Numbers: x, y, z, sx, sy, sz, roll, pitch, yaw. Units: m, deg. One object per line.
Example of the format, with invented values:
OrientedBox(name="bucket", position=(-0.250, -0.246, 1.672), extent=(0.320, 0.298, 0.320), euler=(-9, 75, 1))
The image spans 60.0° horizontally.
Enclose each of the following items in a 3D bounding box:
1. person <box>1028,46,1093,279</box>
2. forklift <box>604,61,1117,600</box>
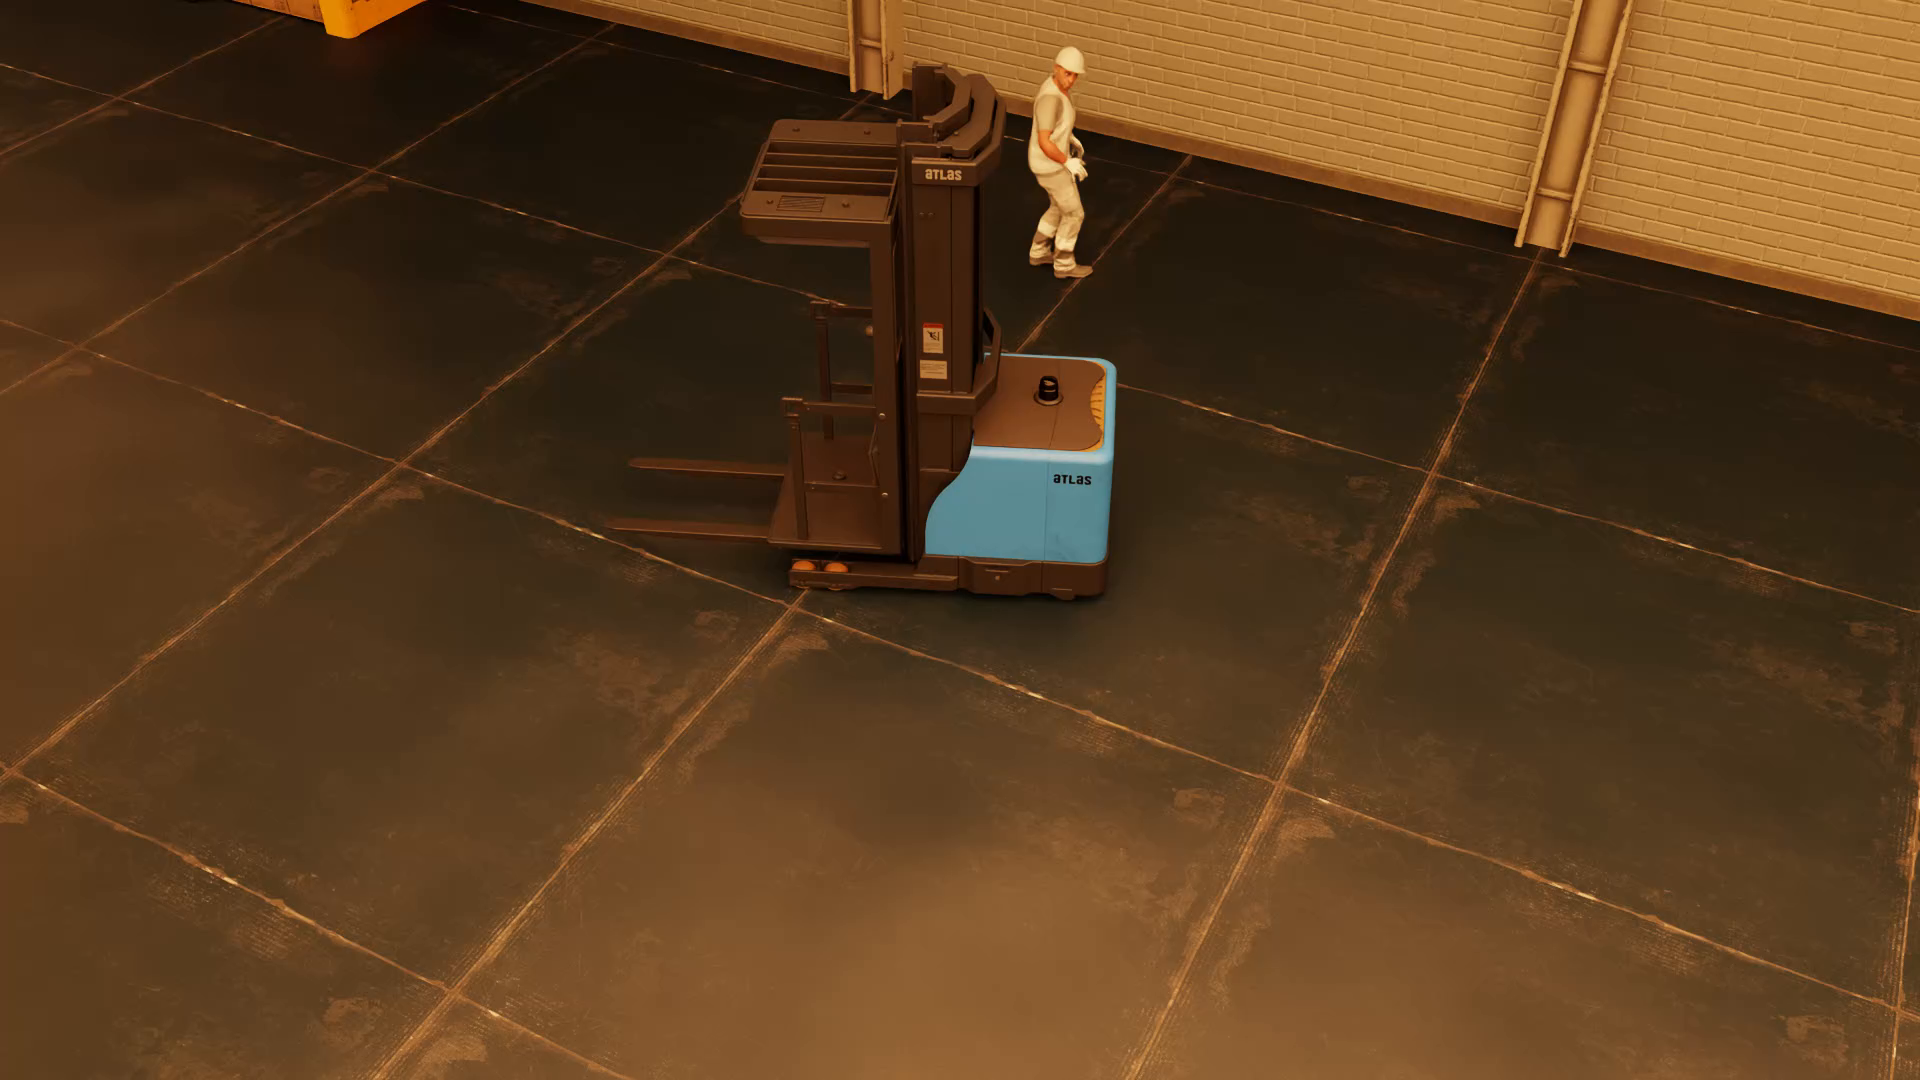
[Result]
OrientedBox(name="person", position=(0.755, -2.772, 12.209), extent=(0.512, 1.741, 0.740), euler=(0, 40, 0))
OrientedBox(name="forklift", position=(-0.606, -1.157, 9.360), extent=(3.031, 2.935, 1.130), euler=(3, 40, 4))
